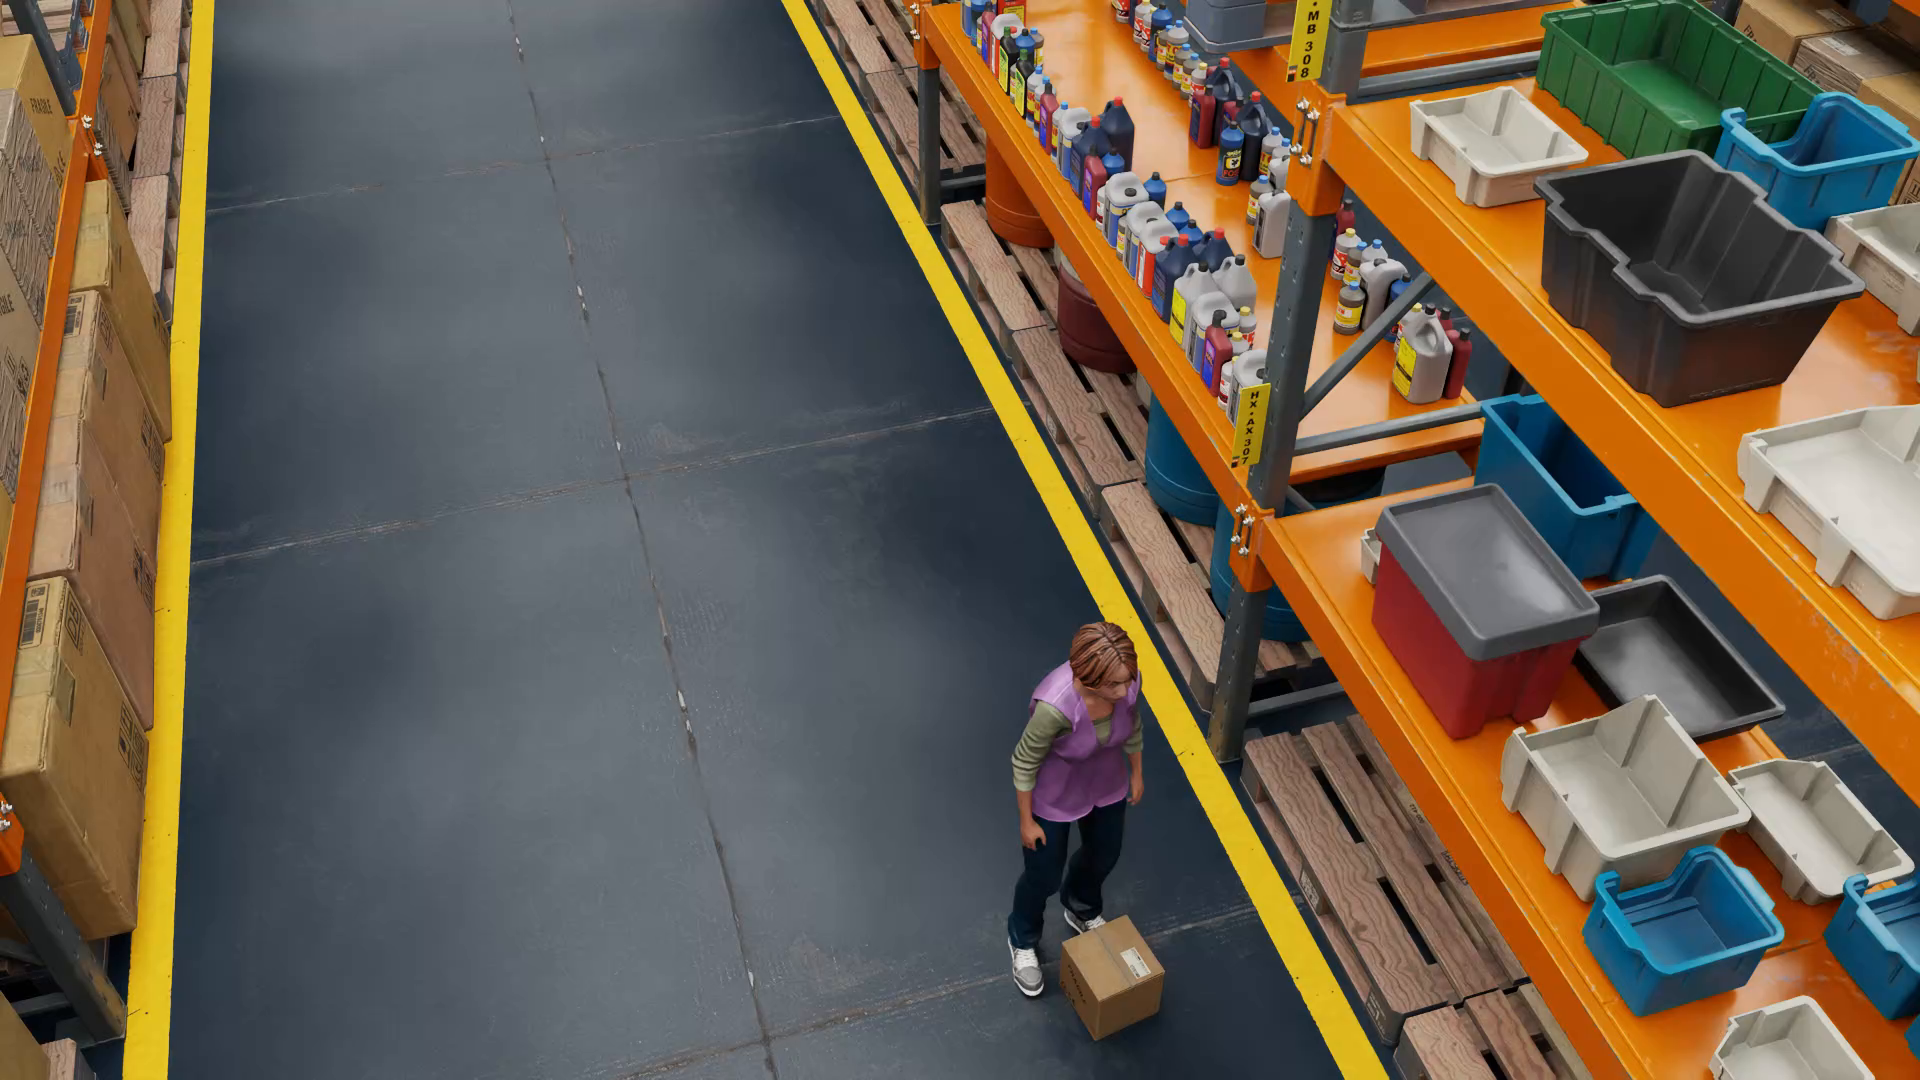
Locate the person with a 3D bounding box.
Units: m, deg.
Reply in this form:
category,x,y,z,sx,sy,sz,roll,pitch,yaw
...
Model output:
category,x,y,z,sx,sy,sz,roll,pitch,yaw
person,0.369,0.816,5.289,0.486,1.593,0.341,-20,46,-20
